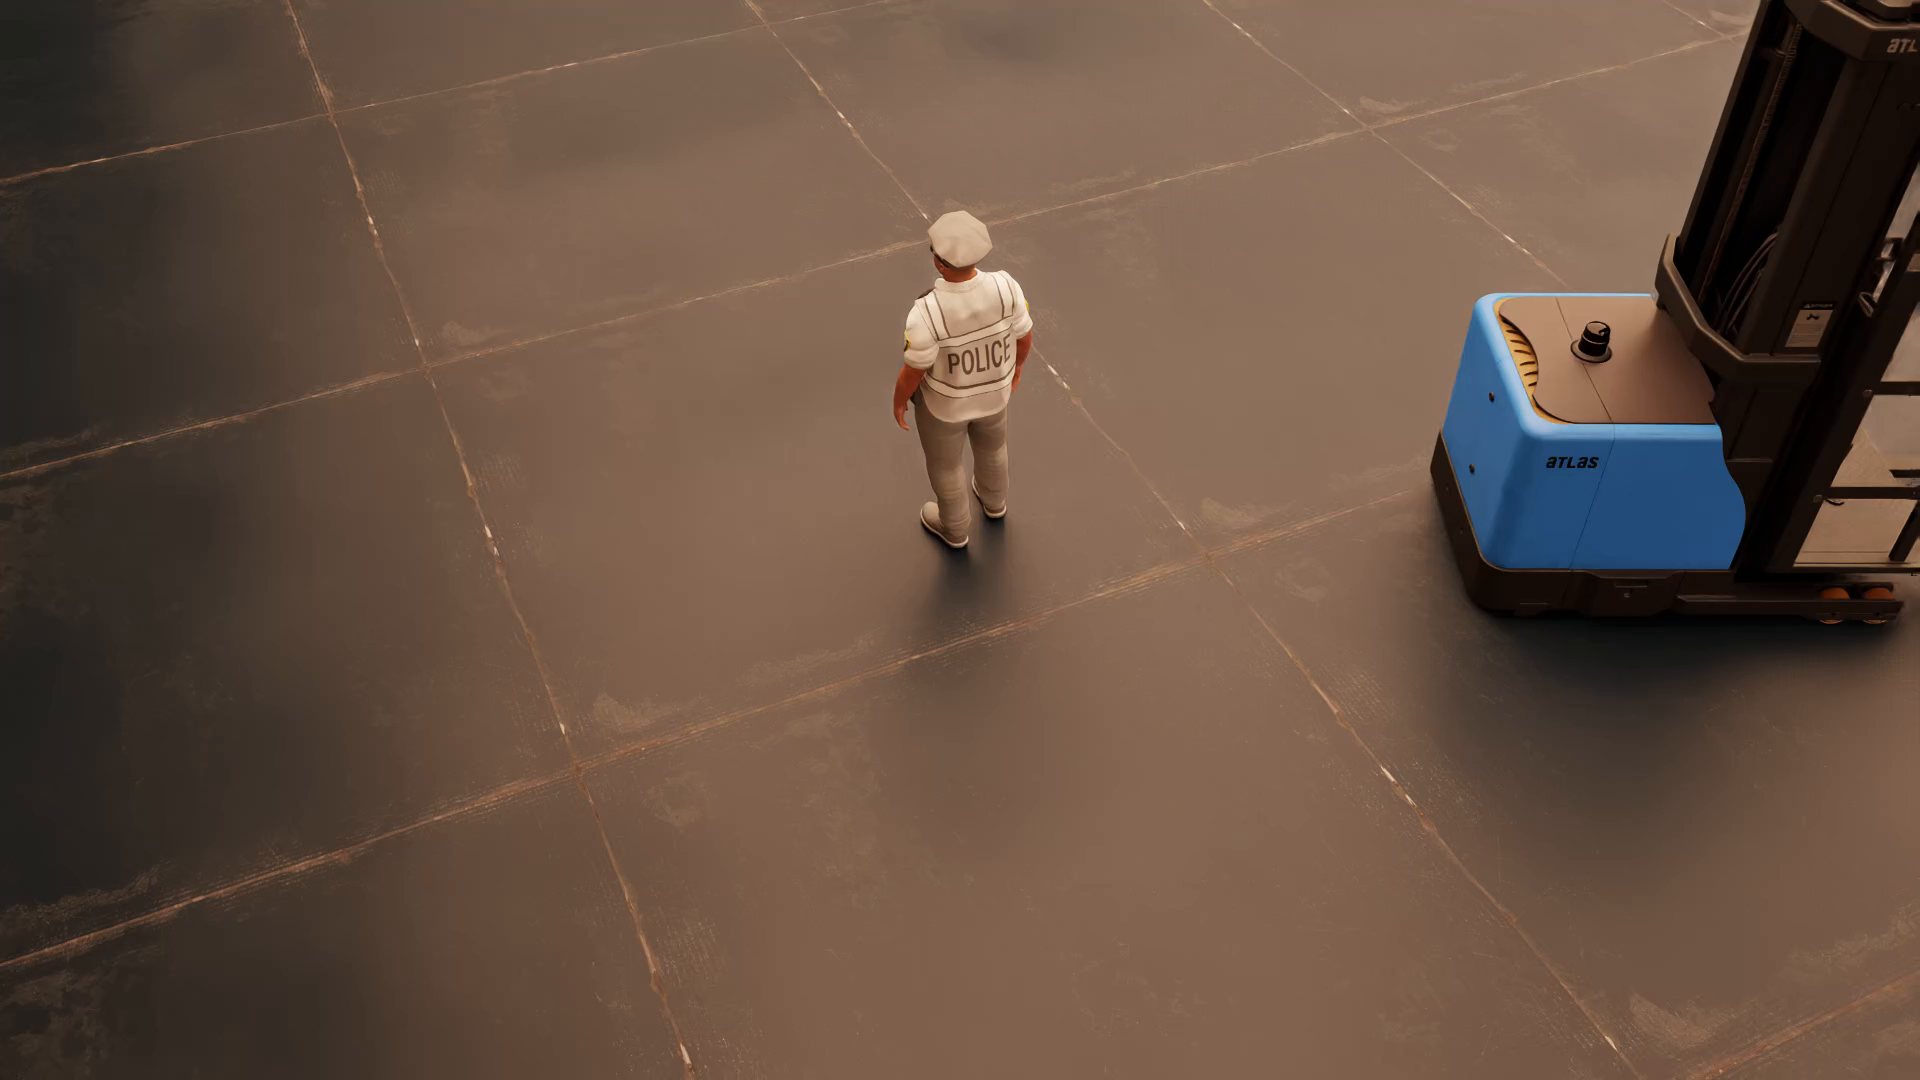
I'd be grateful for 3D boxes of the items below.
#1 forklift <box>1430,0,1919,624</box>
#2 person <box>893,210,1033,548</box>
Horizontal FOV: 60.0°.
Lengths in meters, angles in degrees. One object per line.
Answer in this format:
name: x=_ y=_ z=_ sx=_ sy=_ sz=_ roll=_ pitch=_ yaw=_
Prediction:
forklift: x=3.799 y=-1.064 z=6.820 sx=3.031 sy=2.935 sz=1.130 roll=0 pitch=43 yaw=0
person: x=-0.021 y=-0.708 z=7.271 sx=0.640 sy=1.781 sz=0.575 roll=-18 pitch=46 yaw=-18
